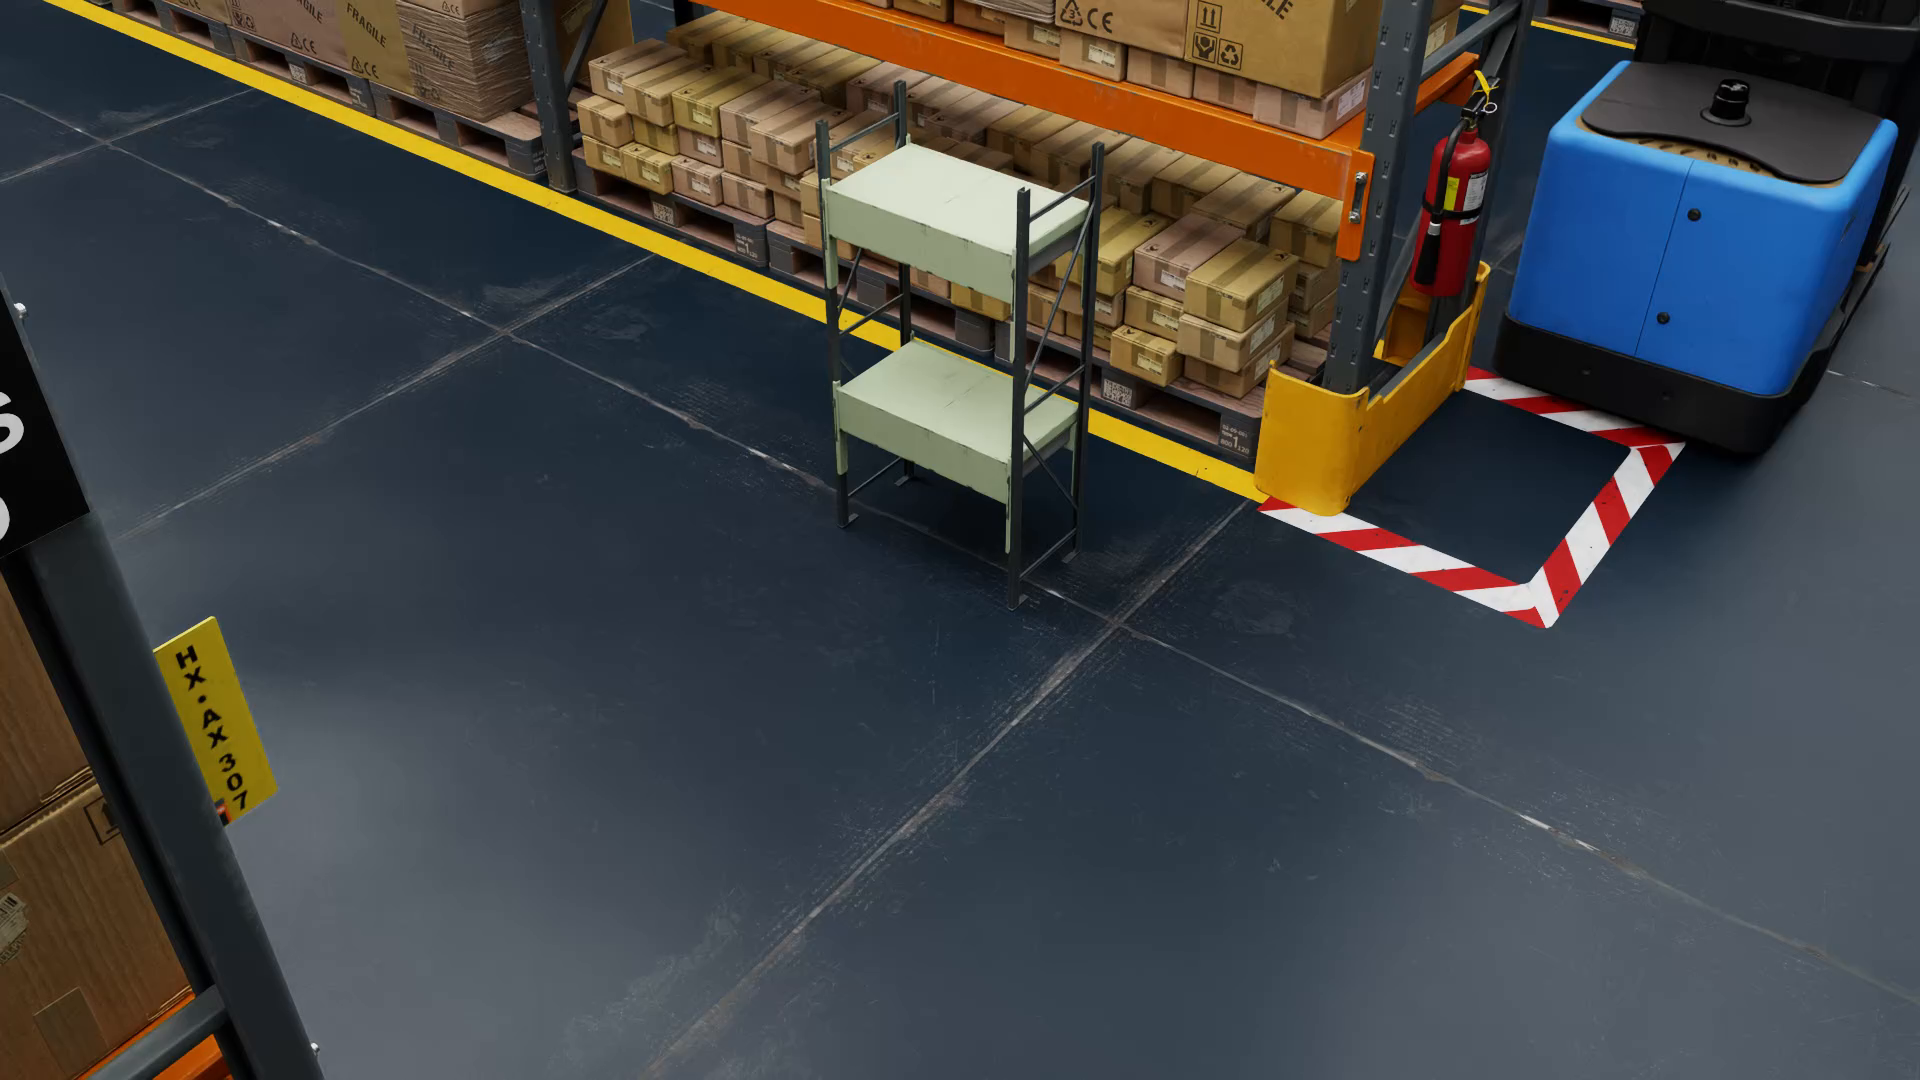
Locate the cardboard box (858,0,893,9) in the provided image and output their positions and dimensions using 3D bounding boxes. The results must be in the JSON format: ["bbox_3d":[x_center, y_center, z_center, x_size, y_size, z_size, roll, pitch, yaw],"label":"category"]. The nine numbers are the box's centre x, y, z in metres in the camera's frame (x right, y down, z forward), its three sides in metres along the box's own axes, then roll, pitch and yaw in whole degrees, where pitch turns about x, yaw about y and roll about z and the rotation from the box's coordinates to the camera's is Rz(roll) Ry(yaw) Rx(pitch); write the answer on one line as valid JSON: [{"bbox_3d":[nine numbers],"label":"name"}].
[{"bbox_3d":[-0.249,-2.155,6.273,0.250,0.149,0.380,27,45,30],"label":"cardboard box"}]

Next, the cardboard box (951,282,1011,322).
[{"bbox_3d":[0.173,-1.046,6.624,0.250,0.149,0.380,23,44,27],"label":"cardboard box"}]

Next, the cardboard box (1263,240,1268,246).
[{"bbox_3d":[1.142,-1.181,6.556,0.250,0.149,0.380,25,44,28],"label":"cardboard box"}]

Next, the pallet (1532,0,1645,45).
[{"bbox_3d":[3.997,-3.123,9.568,1.213,0.211,1.003,25,45,29],"label":"pallet"}]

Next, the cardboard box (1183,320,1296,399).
[{"bbox_3d":[1.041,-0.707,6.192,0.250,0.149,0.380,26,45,29],"label":"cardboard box"}]

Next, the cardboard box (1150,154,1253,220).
[{"bbox_3d":[0.962,-1.410,6.607,0.250,0.149,0.380,25,45,28],"label":"cardboard box"}]

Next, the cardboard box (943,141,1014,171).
[{"bbox_3d":[0.007,-1.432,6.635,0.250,0.149,0.380,24,44,27],"label":"cardboard box"}]

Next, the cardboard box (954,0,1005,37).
[{"bbox_3d":[0.185,-1.979,6.049,0.250,0.149,0.380,23,44,27],"label":"cardboard box"}]

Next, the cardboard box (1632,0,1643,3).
[{"bbox_3d":[4.122,-3.489,9.156,0.875,0.875,0.875,25,45,29],"label":"cardboard box"}]

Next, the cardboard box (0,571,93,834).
[{"bbox_3d":[-1.550,0.140,2.245,0.500,0.500,0.500,24,44,28],"label":"cardboard box"}]

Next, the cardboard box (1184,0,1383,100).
[{"bbox_3d":[1.072,-1.768,5.252,0.500,0.500,0.500,26,45,29],"label":"cardboard box"}]

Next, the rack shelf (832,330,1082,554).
[{"bbox_3d":[-0.005,-0.336,5.492,0.720,0.370,0.431,25,45,29],"label":"rack shelf"}]

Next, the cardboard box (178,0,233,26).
[{"bbox_3d":[-3.960,-3.170,9.053,0.500,0.500,0.500,26,45,29],"label":"cardboard box"}]

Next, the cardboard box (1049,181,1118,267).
[{"bbox_3d":[0.396,-1.205,6.346,0.250,0.149,0.380,23,44,27],"label":"cardboard box"}]

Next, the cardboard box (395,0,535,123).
[{"bbox_3d":[-2.332,-2.402,8.072,0.500,0.500,0.500,24,44,28],"label":"cardboard box"}]

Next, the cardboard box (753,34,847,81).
[{"bbox_3d":[-0.722,-2.172,7.581,0.250,0.149,0.380,25,44,28],"label":"cardboard box"}]

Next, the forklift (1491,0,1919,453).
[{"bbox_3d":[3.342,-2.334,6.354,1.130,2.935,3.031,24,44,27],"label":"forklift"}]

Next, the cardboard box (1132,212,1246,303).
[{"bbox_3d":[0.847,-1.043,6.138,0.250,0.149,0.380,26,45,29],"label":"cardboard box"}]

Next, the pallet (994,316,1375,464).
[{"bbox_3d":[0.902,-0.821,6.628,1.213,0.211,1.003,25,45,29],"label":"pallet"}]

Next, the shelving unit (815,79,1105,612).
[{"bbox_3d":[-0.005,-0.593,5.291,0.755,1.500,0.431,25,45,29],"label":"shelving unit"}]

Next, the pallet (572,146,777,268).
[{"bbox_3d":[-1.037,-1.735,7.795,1.213,0.211,1.003,25,45,29],"label":"pallet"}]

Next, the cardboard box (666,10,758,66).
[{"bbox_3d":[-1.151,-2.338,7.793,0.250,0.149,0.380,27,45,30],"label":"cardboard box"}]

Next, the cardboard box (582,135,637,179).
[{"bbox_3d":[-1.497,-1.816,7.609,0.250,0.149,0.380,23,44,27],"label":"cardboard box"}]

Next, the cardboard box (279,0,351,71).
[{"bbox_3d":[-3.145,-2.789,8.566,0.500,0.500,0.500,24,44,28],"label":"cardboard box"}]

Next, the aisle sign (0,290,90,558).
[{"bbox_3d":[-1.108,-0.246,1.522,0.004,0.787,0.394,25,45,29],"label":"aisle sign"}]

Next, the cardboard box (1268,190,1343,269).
[{"bbox_3d":[1.376,-1.209,6.350,0.250,0.149,0.380,23,44,27],"label":"cardboard box"}]

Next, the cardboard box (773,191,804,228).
[{"bbox_3d":[-0.590,-1.495,7.198,0.250,0.149,0.380,23,44,27],"label":"cardboard box"}]

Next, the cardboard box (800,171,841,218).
[{"bbox_3d":[-0.448,-1.468,6.922,0.250,0.149,0.380,25,44,28],"label":"cardboard box"}]

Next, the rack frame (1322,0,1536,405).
[{"bbox_3d":[1.586,-1.569,5.321,0.127,3.000,1.000,25,45,29],"label":"rack frame"}]

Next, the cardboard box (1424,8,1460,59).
[{"bbox_3d":[1.528,-1.752,5.758,0.250,0.149,0.380,25,44,28],"label":"cardboard box"}]

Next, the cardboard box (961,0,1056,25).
[{"bbox_3d":[0.258,-2.148,5.738,0.500,0.500,0.500,25,45,29],"label":"cardboard box"}]

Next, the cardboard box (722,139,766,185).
[{"bbox_3d":[-0.814,-1.708,7.229,0.250,0.149,0.380,23,44,26],"label":"cardboard box"}]

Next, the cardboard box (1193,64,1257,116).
[{"bbox_3d":[0.980,-1.565,5.520,0.250,0.149,0.380,25,45,29],"label":"cardboard box"}]

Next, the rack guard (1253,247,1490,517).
[{"bbox_3d":[1.525,-0.613,6.128,0.348,0.500,1.175,25,45,29],"label":"rack guard"}]

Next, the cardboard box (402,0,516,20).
[{"bbox_3d":[-2.337,-2.699,7.842,0.500,0.250,0.500,24,44,27],"label":"cardboard box"}]

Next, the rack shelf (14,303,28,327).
[{"bbox_3d":[-2.930,-0.754,2.430,4.000,0.370,1.077,25,45,29],"label":"rack shelf"}]

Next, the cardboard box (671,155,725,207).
[{"bbox_3d":[-1.057,-1.649,7.395,0.250,0.149,0.380,25,44,28],"label":"cardboard box"}]

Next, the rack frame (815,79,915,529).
[{"bbox_3d":[-0.296,-0.730,5.466,0.023,1.500,0.400,25,45,29],"label":"rack frame"}]

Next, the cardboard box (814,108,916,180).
[{"bbox_3d":[-0.390,-1.627,6.885,0.250,0.149,0.380,23,44,27],"label":"cardboard box"}]

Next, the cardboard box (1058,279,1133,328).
[{"bbox_3d":[0.579,-0.981,6.300,0.250,0.149,0.380,23,44,27],"label":"cardboard box"}]

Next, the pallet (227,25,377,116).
[{"bbox_3d":[-3.184,-2.717,9.049,1.213,0.211,1.003,25,45,29],"label":"pallet"}]

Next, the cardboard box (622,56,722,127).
[{"bbox_3d":[-1.261,-1.982,7.337,0.250,0.149,0.380,28,46,31],"label":"cardboard box"}]

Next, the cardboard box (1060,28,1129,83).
[{"bbox_3d":[0.555,-1.736,5.738,0.250,0.149,0.380,27,45,30],"label":"cardboard box"}]

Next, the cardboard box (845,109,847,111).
[{"bbox_3d":[-0.348,-1.850,7.410,0.250,0.149,0.380,26,45,30],"label":"cardboard box"}]

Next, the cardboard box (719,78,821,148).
[{"bbox_3d":[-0.809,-1.824,7.136,0.250,0.149,0.380,24,44,27],"label":"cardboard box"}]

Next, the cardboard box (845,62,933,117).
[{"bbox_3d":[-0.292,-1.981,7.336,0.250,0.149,0.380,23,44,27],"label":"cardboard box"}]

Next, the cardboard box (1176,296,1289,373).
[{"bbox_3d":[0.993,-0.787,6.052,0.250,0.149,0.380,24,44,27],"label":"cardboard box"}]

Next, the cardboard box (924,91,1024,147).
[{"bbox_3d":[0.061,-1.739,7.027,0.250,0.149,0.380,25,45,29],"label":"cardboard box"}]

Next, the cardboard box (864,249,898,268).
[{"bbox_3d":[-0.187,-1.289,6.935,0.250,0.149,0.380,27,45,30],"label":"cardboard box"}]

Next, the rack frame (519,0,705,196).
[{"bbox_3d":[-1.592,-3.067,7.234,0.127,3.000,1.000,25,45,29],"label":"rack frame"}]

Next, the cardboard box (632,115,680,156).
[{"bbox_3d":[-1.242,-1.884,7.453,0.250,0.149,0.380,26,45,29],"label":"cardboard box"}]

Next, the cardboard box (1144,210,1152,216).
[{"bbox_3d":[0.756,-1.379,6.808,0.250,0.149,0.380,27,45,30],"label":"cardboard box"}]

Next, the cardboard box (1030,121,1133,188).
[{"bbox_3d":[0.500,-1.571,6.813,0.250,0.149,0.380,27,45,30],"label":"cardboard box"}]

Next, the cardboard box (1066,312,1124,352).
[{"bbox_3d":[0.618,-0.895,6.431,0.250,0.149,0.380,25,44,28],"label":"cardboard box"}]
